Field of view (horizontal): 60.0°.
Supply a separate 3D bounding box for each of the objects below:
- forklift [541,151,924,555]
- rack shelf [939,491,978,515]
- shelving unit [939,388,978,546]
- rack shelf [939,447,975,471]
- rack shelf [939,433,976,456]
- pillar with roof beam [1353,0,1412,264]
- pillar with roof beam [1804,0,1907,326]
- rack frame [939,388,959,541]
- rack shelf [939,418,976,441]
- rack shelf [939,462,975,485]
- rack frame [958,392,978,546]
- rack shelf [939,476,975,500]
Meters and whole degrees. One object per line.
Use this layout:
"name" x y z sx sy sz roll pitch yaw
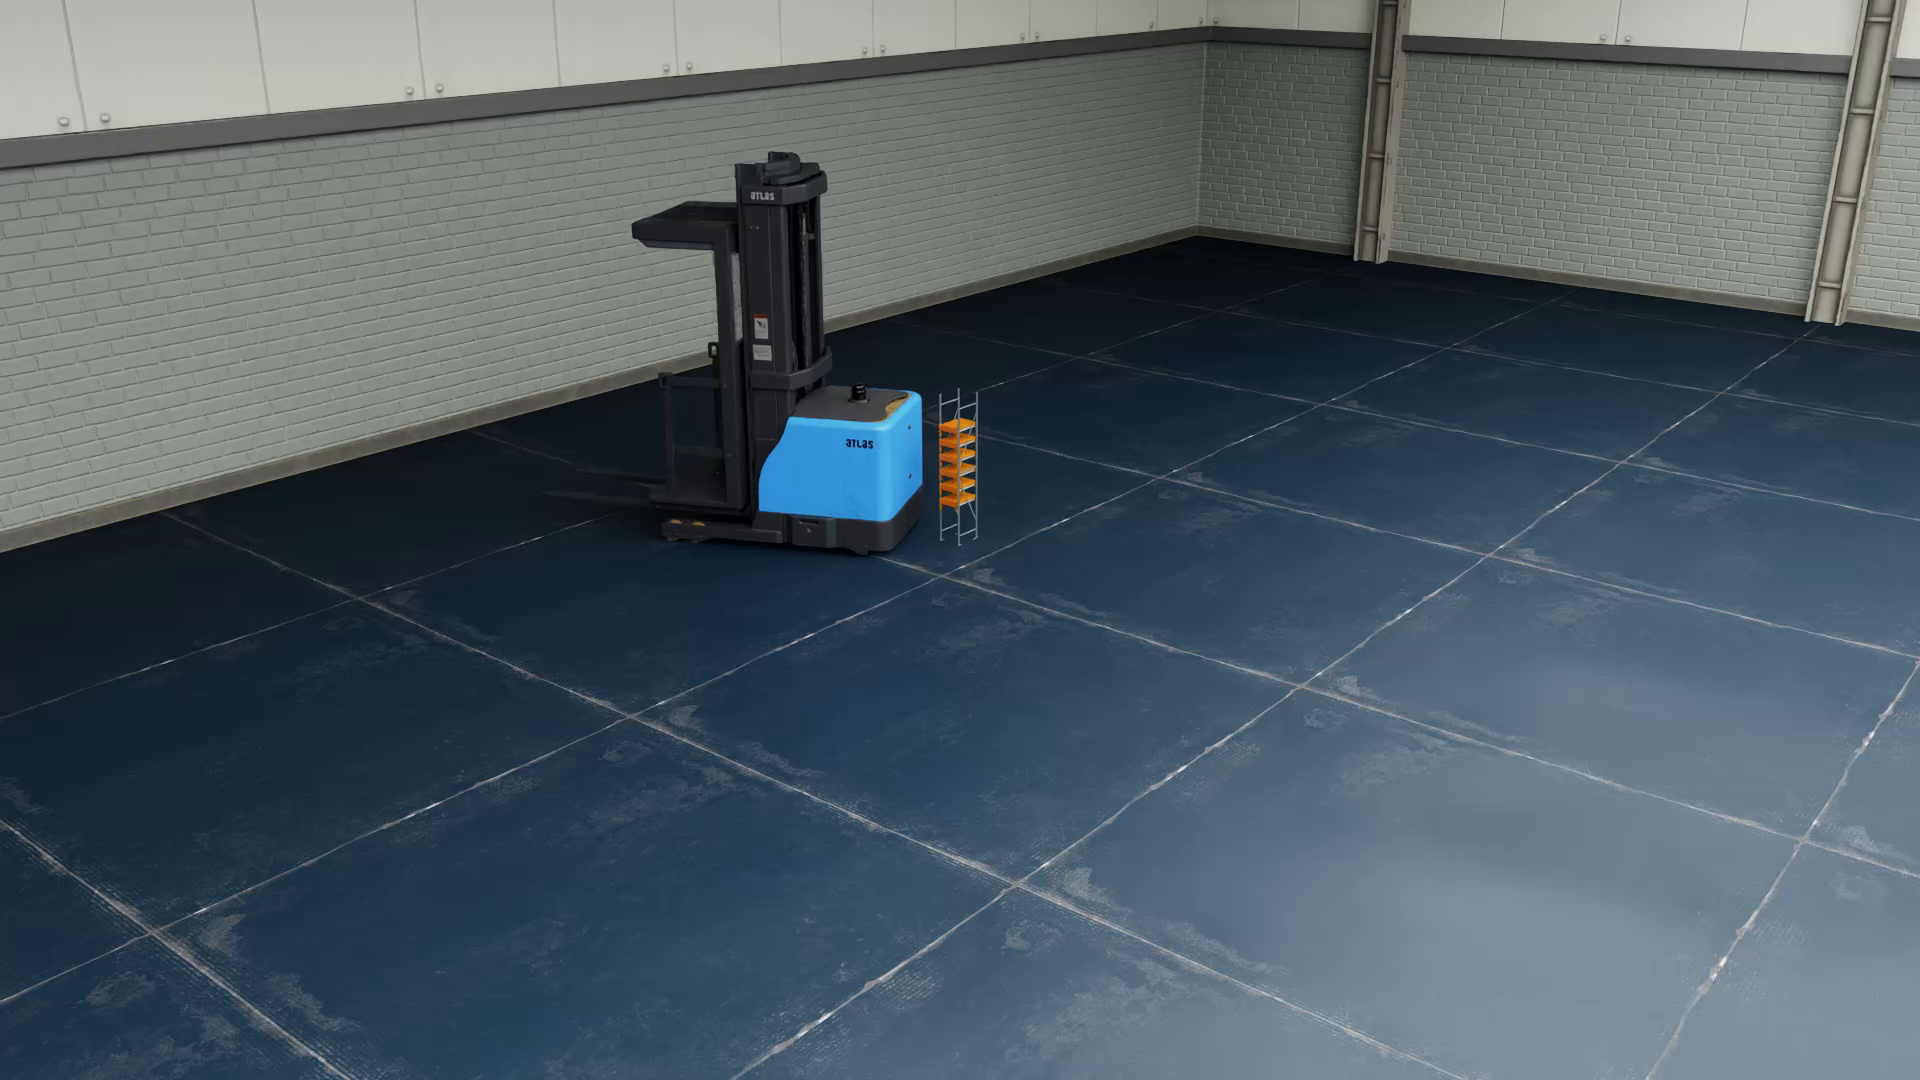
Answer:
"forklift" -1.867 -1.520 13.045 3.031 2.935 1.130 5 21 13
"rack shelf" -0.011 -0.298 13.065 0.180 0.103 0.258 16 26 36
"shelving unit" -0.011 -0.565 12.965 0.189 1.200 0.258 16 26 36
"rack shelf" -0.011 -0.635 12.938 0.180 0.103 0.258 16 26 36
"rack shelf" -0.011 -0.748 12.896 0.180 0.103 0.258 16 26 36
"pillar with roof beam" 3.149 -7.034 19.068 0.400 9.000 9.100 16 26 36
"pillar with roof beam" 7.798 -5.696 15.518 0.400 9.000 9.100 16 26 36
"rack frame" -0.082 -0.585 13.019 0.006 1.200 0.240 16 26 36
"rack shelf" -0.011 -0.860 12.854 0.180 0.103 0.258 16 26 36
"rack shelf" -0.011 -0.523 12.981 0.180 0.103 0.258 16 26 36
"rack frame" 0.060 -0.544 12.911 0.006 1.200 0.240 16 26 36
"rack shelf" -0.011 -0.411 13.023 0.180 0.103 0.258 16 26 36
